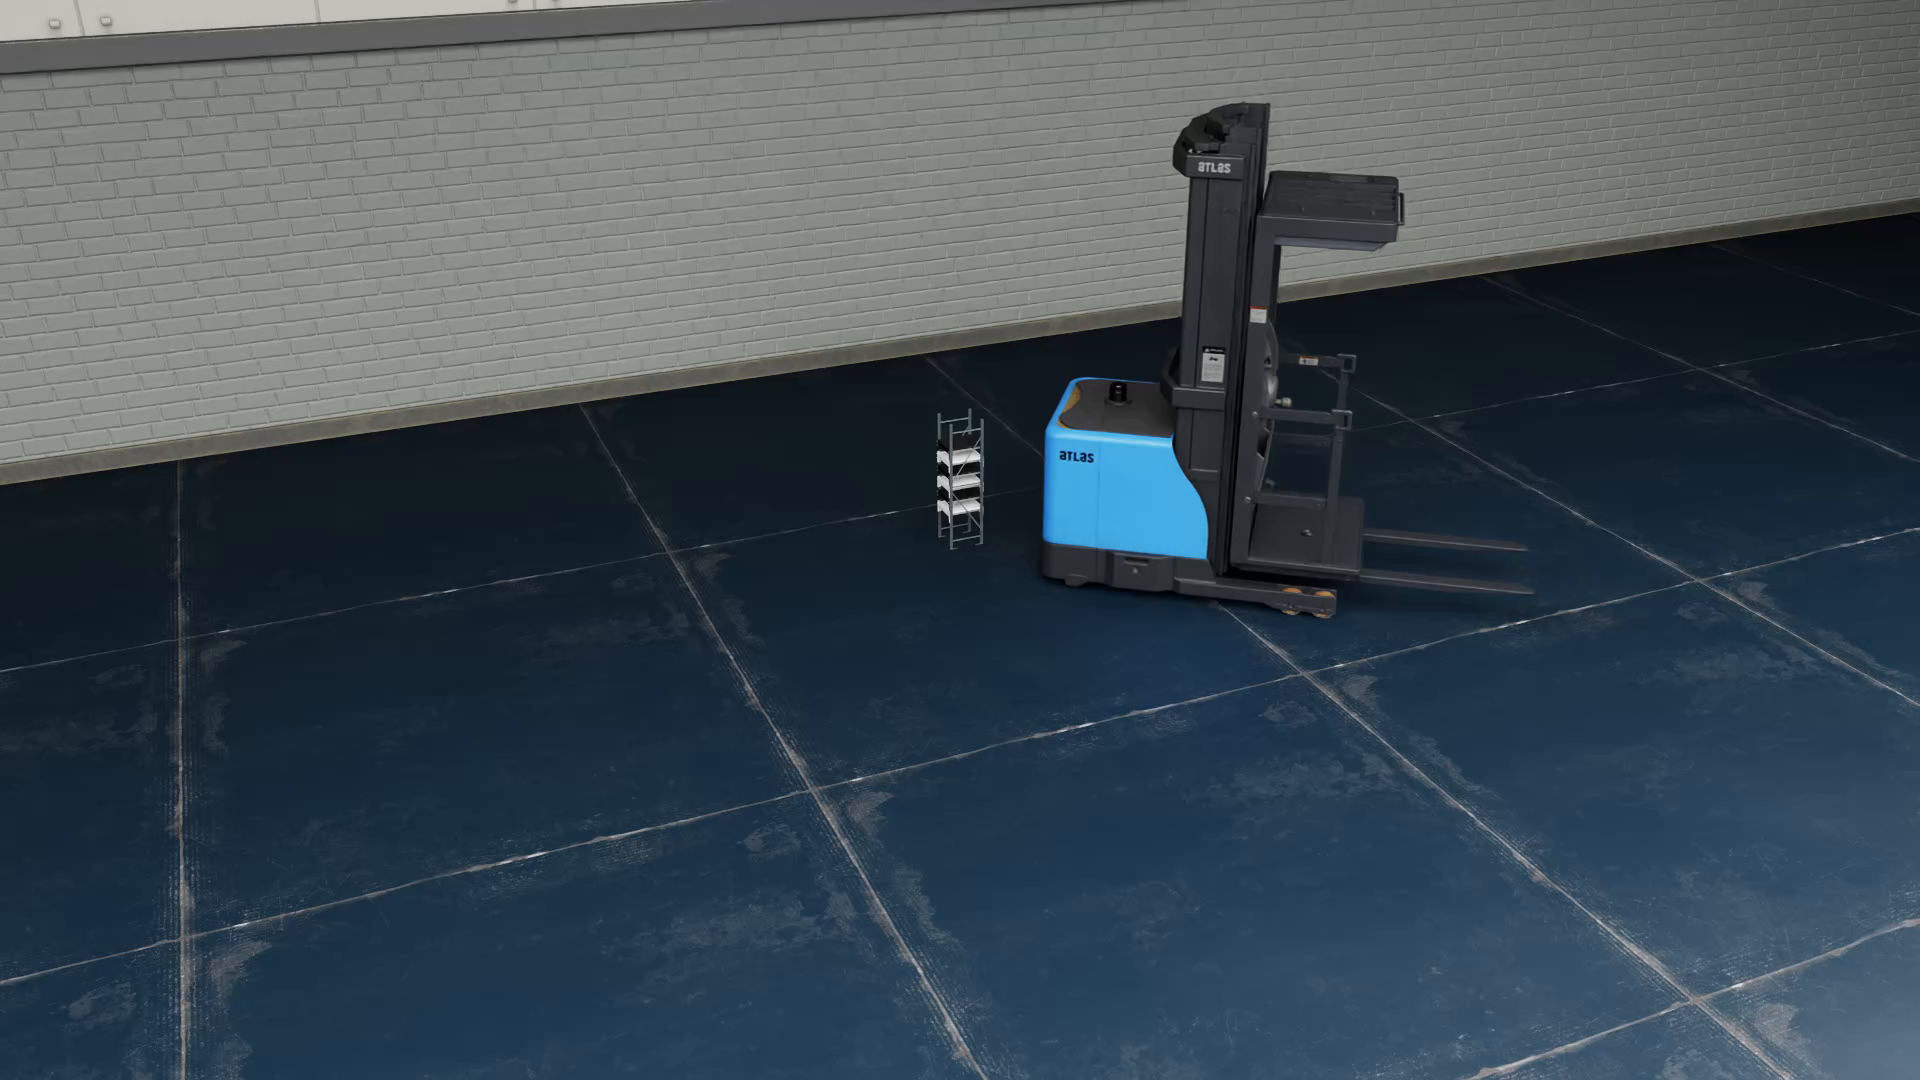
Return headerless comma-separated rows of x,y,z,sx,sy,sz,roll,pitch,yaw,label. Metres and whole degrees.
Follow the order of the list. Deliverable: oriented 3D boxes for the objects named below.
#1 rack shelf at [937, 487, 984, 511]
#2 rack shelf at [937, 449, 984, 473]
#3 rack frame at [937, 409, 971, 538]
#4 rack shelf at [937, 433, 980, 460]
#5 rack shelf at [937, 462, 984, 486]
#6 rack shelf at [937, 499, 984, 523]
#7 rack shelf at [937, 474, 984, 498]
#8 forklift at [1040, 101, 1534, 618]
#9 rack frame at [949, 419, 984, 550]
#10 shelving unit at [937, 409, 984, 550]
0.003,-0.290,11.100,0.258,0.077,0.200,-11,28,-21,rack shelf
0.003,-0.533,10.981,0.258,0.077,0.200,-11,28,-21,rack shelf
-0.037,-0.442,11.130,0.240,0.900,0.006,-11,28,-21,rack frame
0.003,-0.614,10.942,0.258,0.077,0.200,-11,28,-21,rack shelf
0.003,-0.452,11.021,0.258,0.077,0.200,-11,28,-21,rack shelf
0.003,-0.209,11.139,0.258,0.077,0.200,-11,28,-21,rack shelf
0.003,-0.371,11.060,0.258,0.077,0.200,-11,28,-21,rack shelf
2.084,-1.091,10.144,3.031,2.935,1.130,6,27,12,forklift
0.043,-0.360,10.962,0.240,0.900,0.006,-11,28,-21,rack frame
0.003,-0.401,11.046,0.258,0.900,0.210,-11,28,-21,shelving unit
